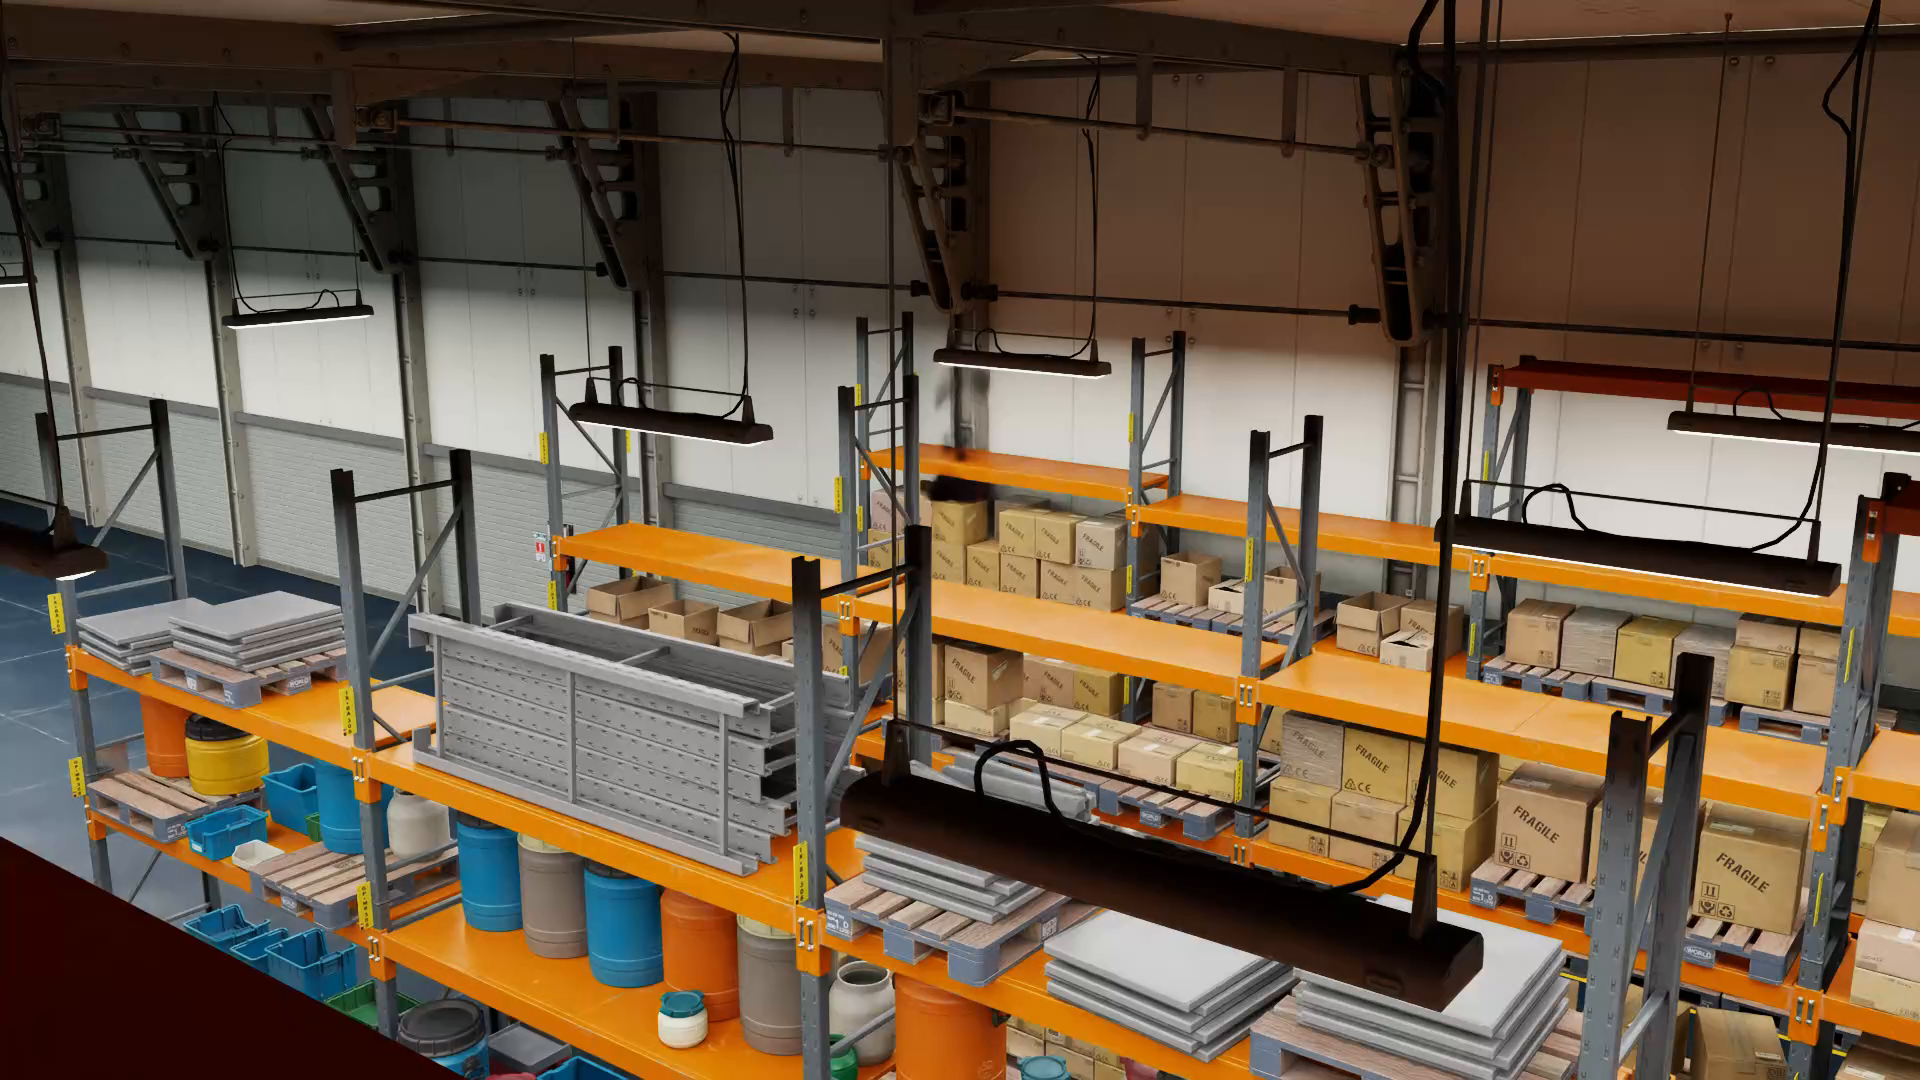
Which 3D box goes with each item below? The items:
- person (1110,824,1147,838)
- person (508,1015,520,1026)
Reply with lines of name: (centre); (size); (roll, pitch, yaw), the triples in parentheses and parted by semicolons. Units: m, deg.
person: (1.733, 3.324, 17.332); (0.514, 1.660, 0.616); (8, 15, 31)
person: (-3.939, 3.827, 14.854); (0.800, 1.850, 0.618); (6, 14, 23)
